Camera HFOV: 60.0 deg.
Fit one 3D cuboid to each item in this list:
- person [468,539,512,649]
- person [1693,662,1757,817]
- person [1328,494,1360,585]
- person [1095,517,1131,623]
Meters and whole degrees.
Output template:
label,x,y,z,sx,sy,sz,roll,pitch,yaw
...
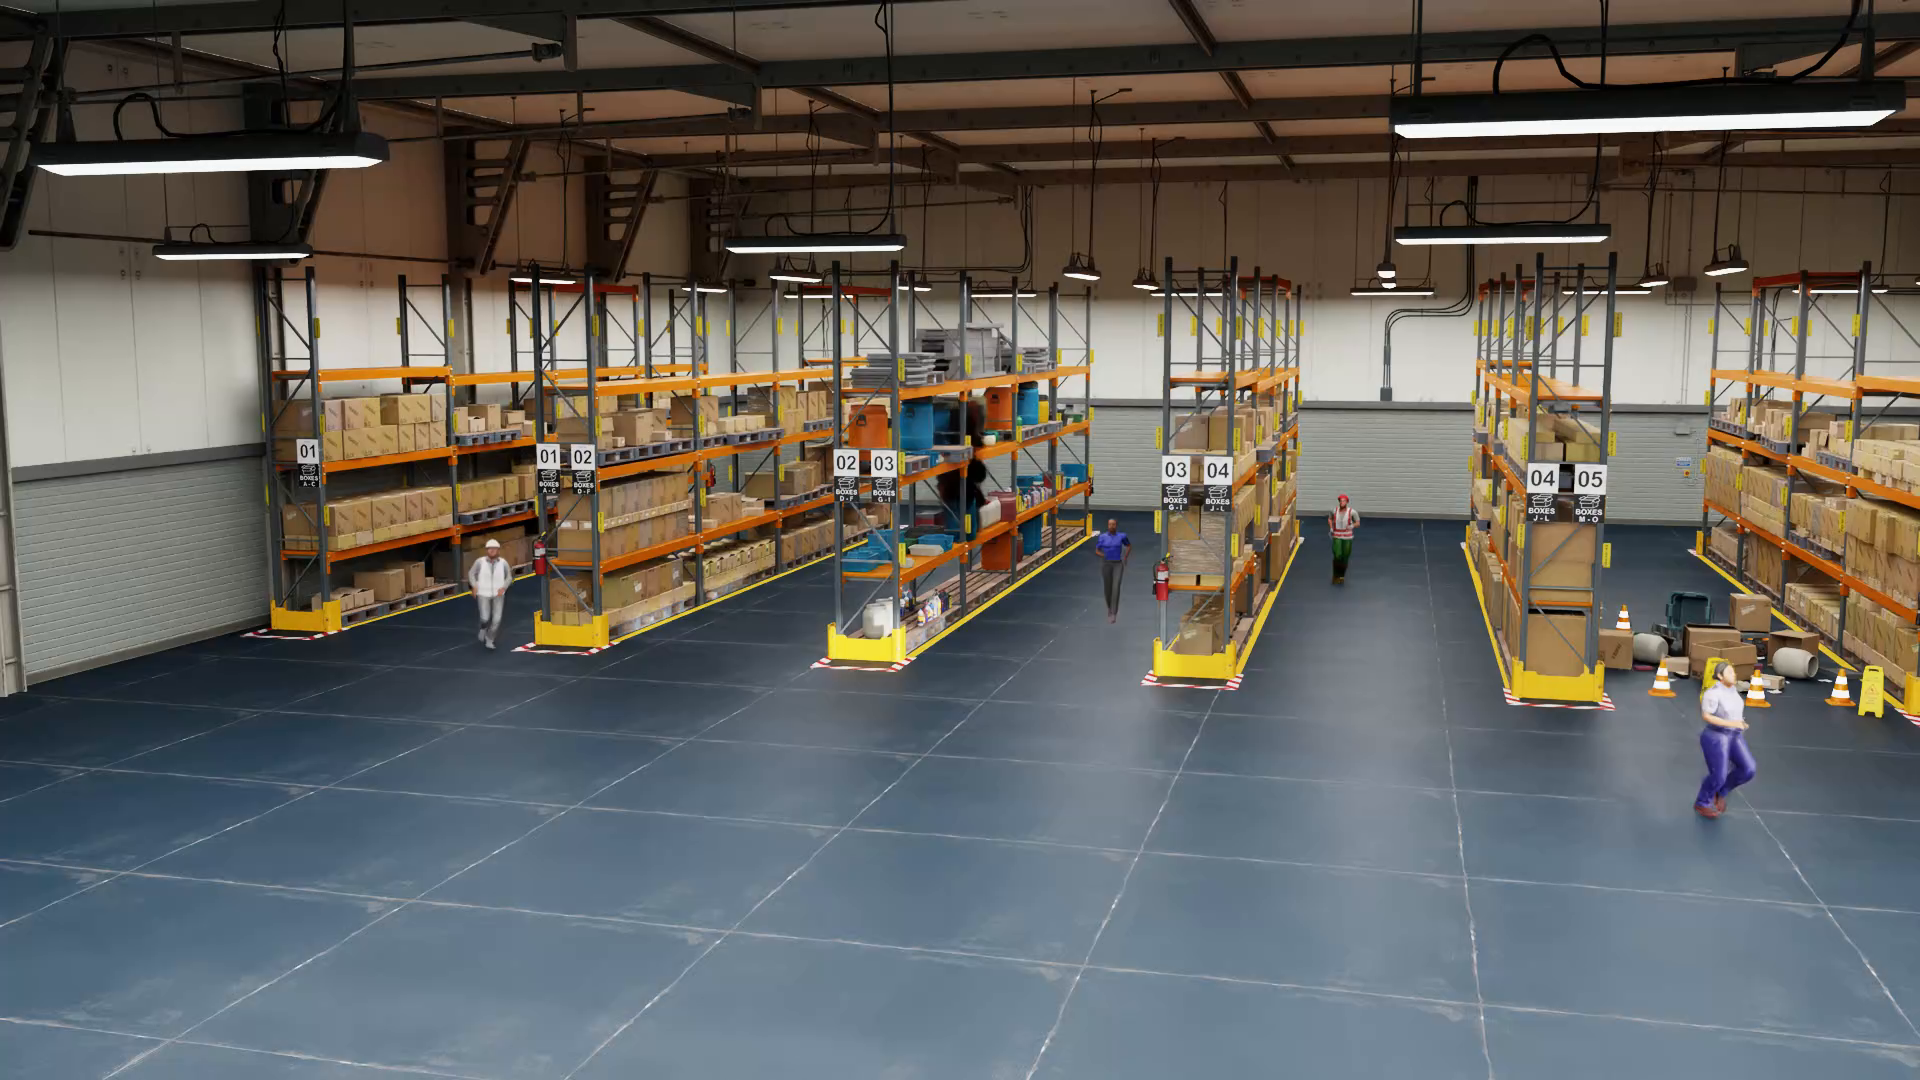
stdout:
label,x,y,z,sx,sy,sz,roll,pitch,yaw
person,-7.370,0.850,26.144,0.656,1.735,0.535,-3,8,-22
person,7.821,2.047,16.994,0.661,1.617,0.570,-5,9,-33
person,7.511,0.001,32.594,0.620,1.809,0.713,2,7,14
person,2.467,0.481,26.945,0.582,1.664,0.826,1,7,10
